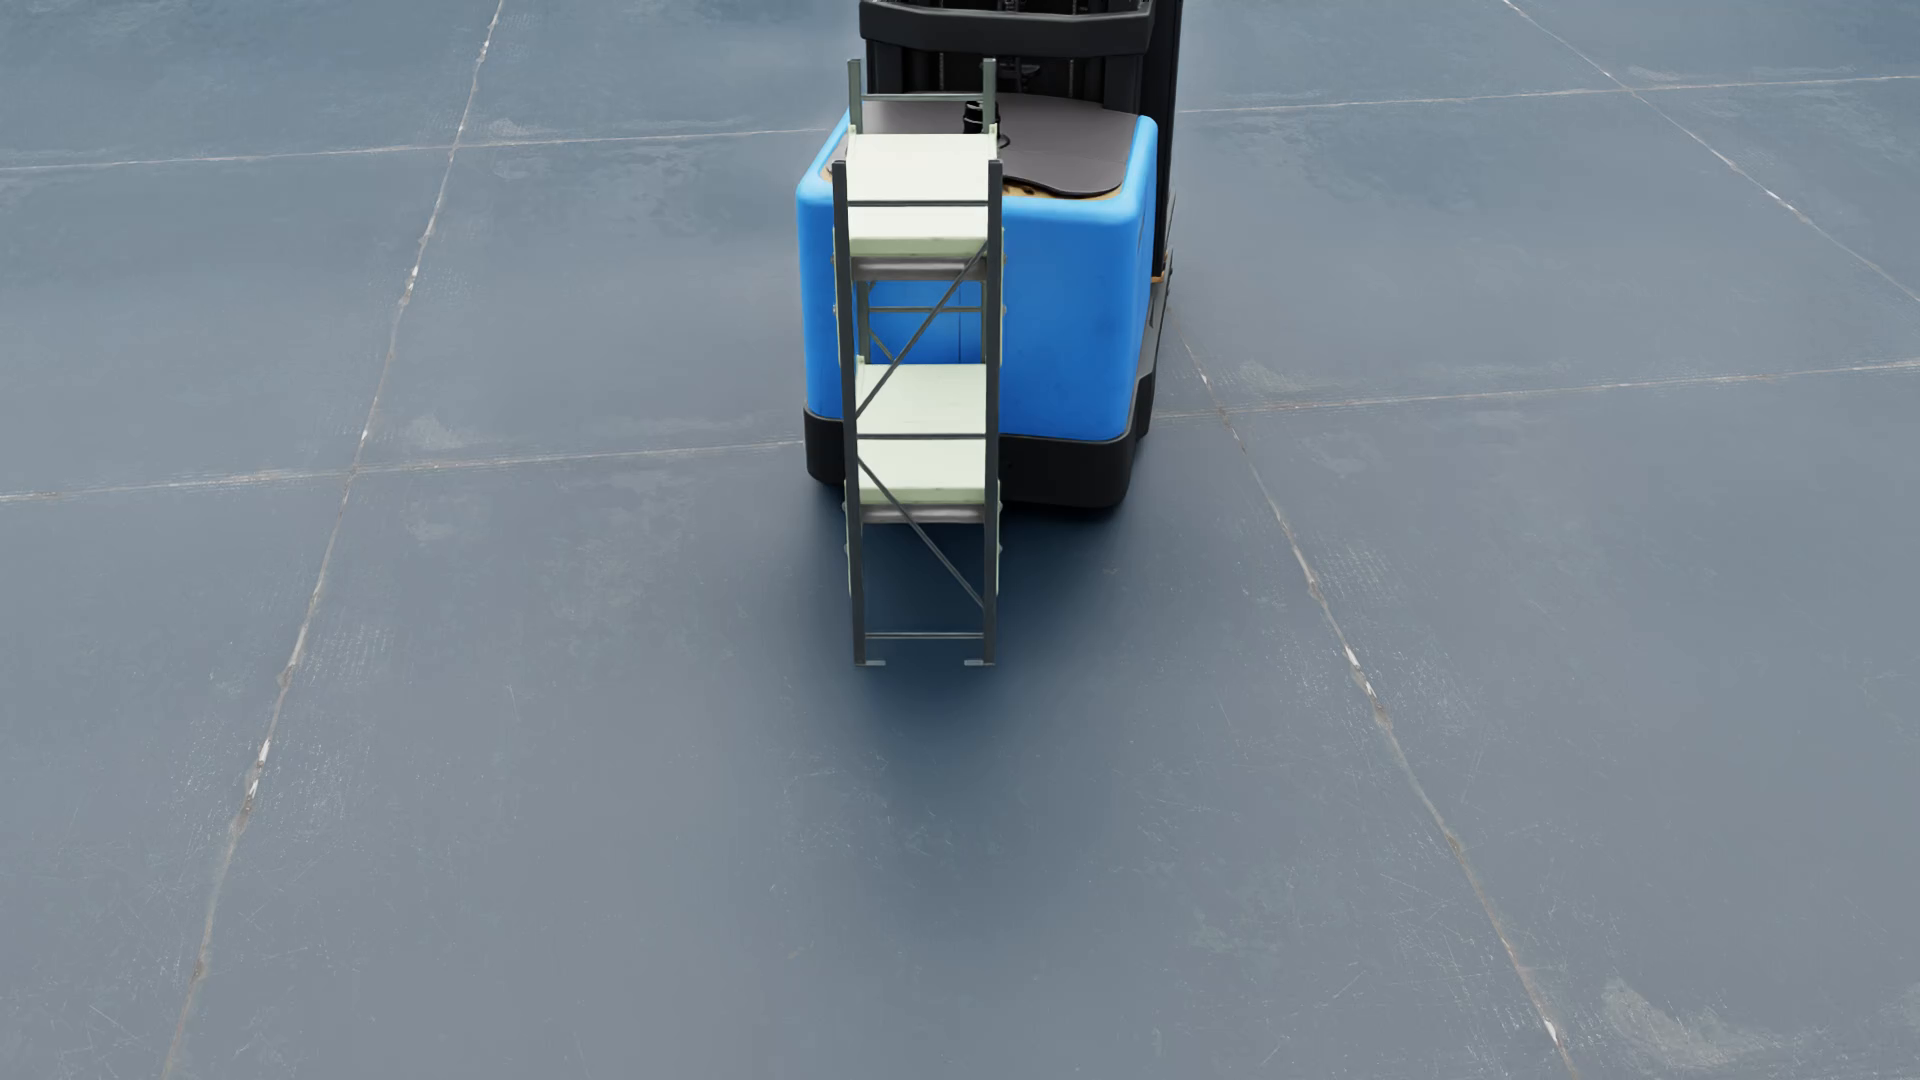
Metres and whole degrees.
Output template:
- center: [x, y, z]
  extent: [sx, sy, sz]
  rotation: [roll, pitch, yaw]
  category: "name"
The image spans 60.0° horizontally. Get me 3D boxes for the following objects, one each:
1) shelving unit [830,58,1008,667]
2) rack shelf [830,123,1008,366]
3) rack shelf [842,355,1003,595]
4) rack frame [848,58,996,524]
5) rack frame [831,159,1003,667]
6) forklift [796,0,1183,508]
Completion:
- center: [-0.102, -0.471, 4.609]
  extent: [0.431, 1.500, 0.755]
  rotation: [0, 34, 0]
  category: "shelving unit"
- center: [-0.102, -0.794, 4.390]
  extent: [0.431, 0.370, 0.720]
  rotation: [0, 34, 0]
  category: "rack shelf"
- center: [-0.102, -0.202, 4.793]
  extent: [0.431, 0.370, 0.720]
  rotation: [0, 34, 0]
  category: "rack shelf"
- center: [-0.103, -0.677, 4.912]
  extent: [0.400, 1.500, 0.023]
  rotation: [0, 34, 0]
  category: "rack frame"
- center: [-0.100, -0.265, 4.307]
  extent: [0.400, 1.500, 0.023]
  rotation: [0, 34, 0]
  category: "rack frame"
- center: [0.257, -2.132, 5.776]
  extent: [1.130, 2.935, 3.031]
  rotation: [6, 35, 8]
  category: "forklift"
